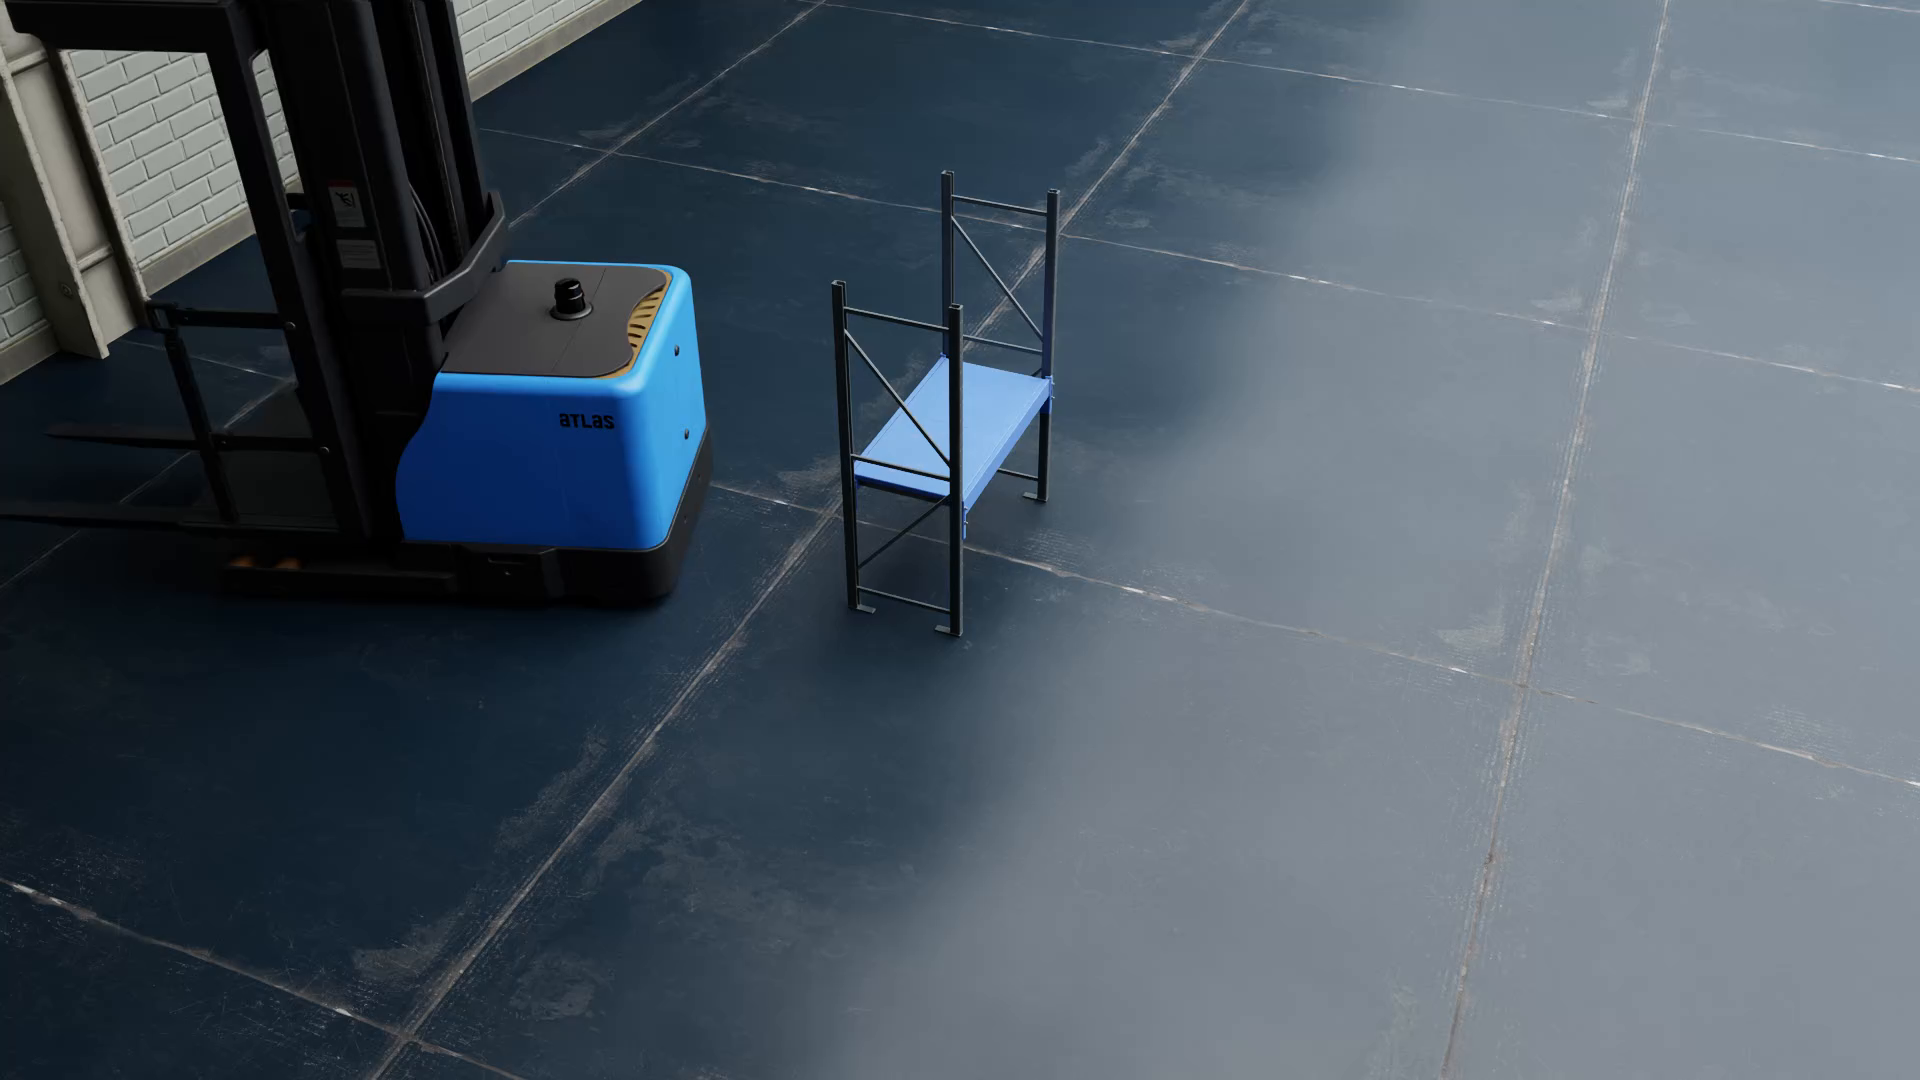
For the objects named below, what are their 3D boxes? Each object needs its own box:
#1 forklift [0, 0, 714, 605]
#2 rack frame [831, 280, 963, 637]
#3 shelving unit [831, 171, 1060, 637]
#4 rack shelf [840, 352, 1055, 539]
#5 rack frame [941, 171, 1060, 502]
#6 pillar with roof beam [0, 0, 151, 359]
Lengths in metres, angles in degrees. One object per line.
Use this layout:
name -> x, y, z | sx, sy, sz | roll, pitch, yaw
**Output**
forklift -> -2.661, -1.250, 6.475 | 3.031, 2.935, 1.130 | 2, 37, 3
rack frame -> -0.226, -0.272, 6.361 | 0.500, 1.500, 0.032 | 14, 39, 18
shelving unit -> -0.032, -0.554, 6.738 | 0.538, 1.500, 1.048 | 14, 39, 18
rack shelf -> -0.032, -0.409, 6.845 | 0.538, 0.185, 1.000 | 14, 39, 18
rack frame -> 0.161, -0.835, 7.114 | 0.500, 1.500, 0.032 | 14, 39, 18
pillar with roof beam -> -0.464, -3.690, 4.671 | 9.100, 9.000, 0.400 | 14, 39, 18
